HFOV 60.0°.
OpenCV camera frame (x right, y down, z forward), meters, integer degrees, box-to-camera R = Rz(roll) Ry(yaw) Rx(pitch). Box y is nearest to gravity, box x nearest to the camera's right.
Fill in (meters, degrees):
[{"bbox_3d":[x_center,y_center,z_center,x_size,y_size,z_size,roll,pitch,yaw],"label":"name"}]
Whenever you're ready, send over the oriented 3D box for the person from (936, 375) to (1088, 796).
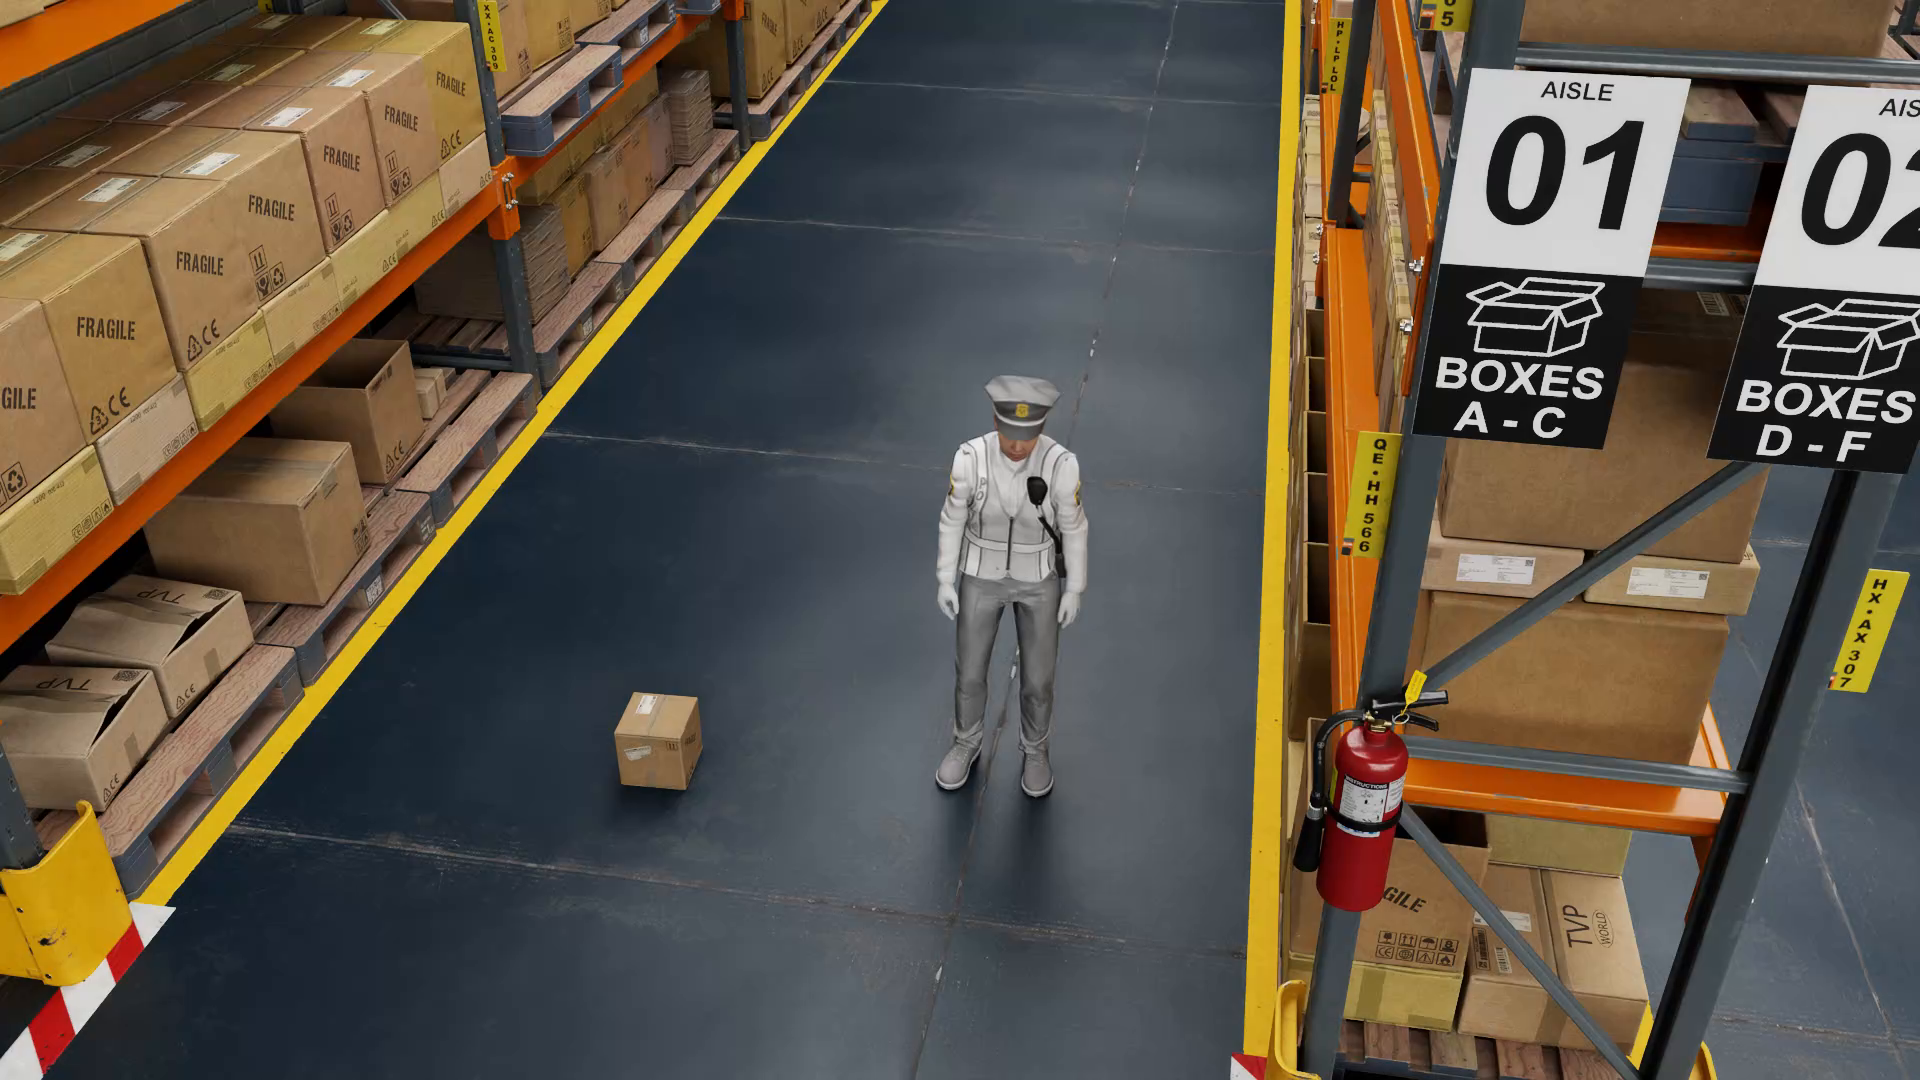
[{"bbox_3d":[0.181,0.161,5.882,0.532,1.663,0.375,3,33,5],"label":"person"}]
